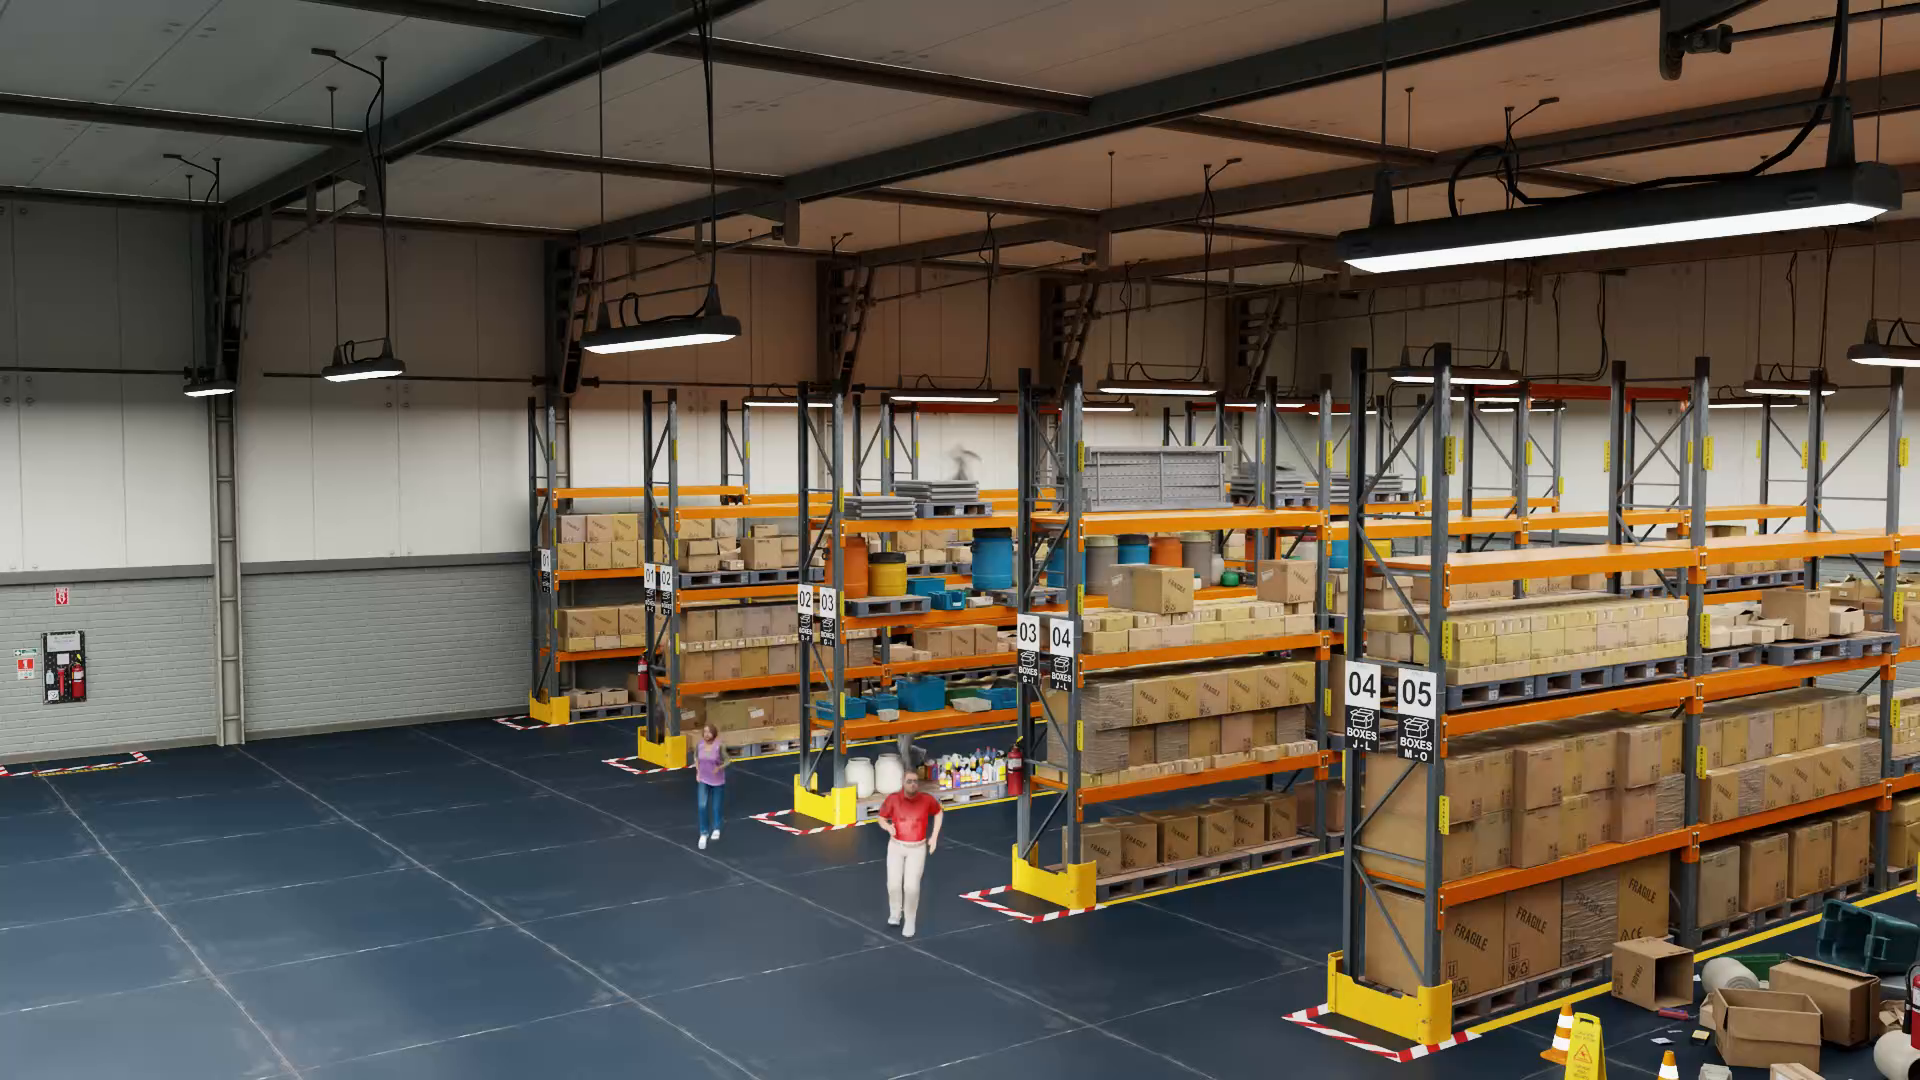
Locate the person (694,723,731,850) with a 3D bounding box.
[{"bbox_3d":[-3.167,3.115,21.199,0.503,1.601,0.743,0,3,0],"label":"person"}]

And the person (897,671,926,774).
[{"bbox_3d":[-0.721,2.836,25.510,0.623,1.662,0.628,-3,4,-41],"label":"person"}]

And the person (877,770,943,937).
[{"bbox_3d":[-0.545,3.296,17.468,0.656,1.759,0.760,0,3,8],"label":"person"}]

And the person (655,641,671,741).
[{"bbox_3d":[-4.980,2.606,28.725,0.954,1.754,0.665,-2,4,-36],"label":"person"}]
